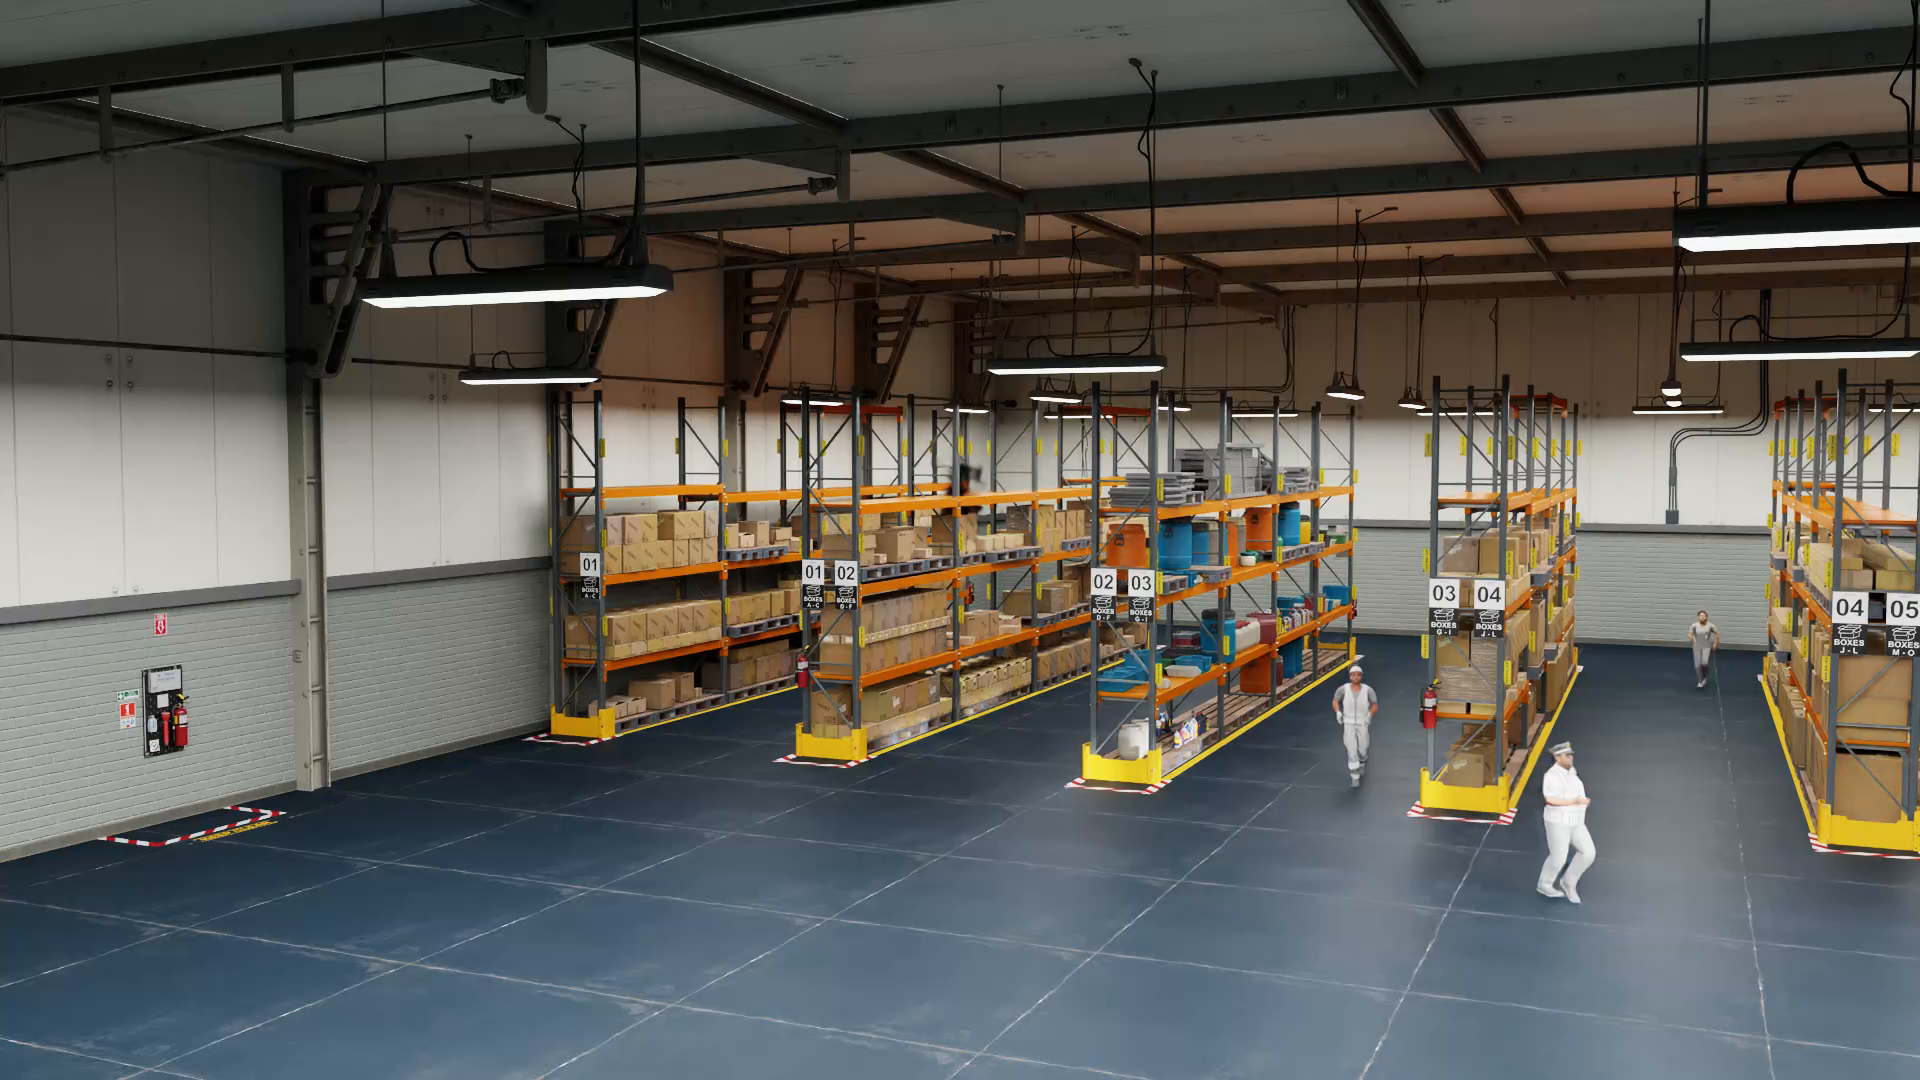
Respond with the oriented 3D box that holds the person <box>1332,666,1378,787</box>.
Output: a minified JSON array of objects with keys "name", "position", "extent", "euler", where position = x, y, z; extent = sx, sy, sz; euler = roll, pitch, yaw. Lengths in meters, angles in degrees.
[{"name":"person","position":[5.886,2.751,24.787],"extent":[0.667,1.767,0.741],"euler":[1,3,13]}]

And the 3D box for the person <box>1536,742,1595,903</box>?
[{"name":"person","position":[6.687,3.123,18.280],"extent":[0.642,1.816,0.689],"euler":[-2,4,-33]}]

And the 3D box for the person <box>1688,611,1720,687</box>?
[{"name":"person","position":[15.499,2.279,34.695],"extent":[0.582,1.609,0.656],"euler":[2,4,32]}]
